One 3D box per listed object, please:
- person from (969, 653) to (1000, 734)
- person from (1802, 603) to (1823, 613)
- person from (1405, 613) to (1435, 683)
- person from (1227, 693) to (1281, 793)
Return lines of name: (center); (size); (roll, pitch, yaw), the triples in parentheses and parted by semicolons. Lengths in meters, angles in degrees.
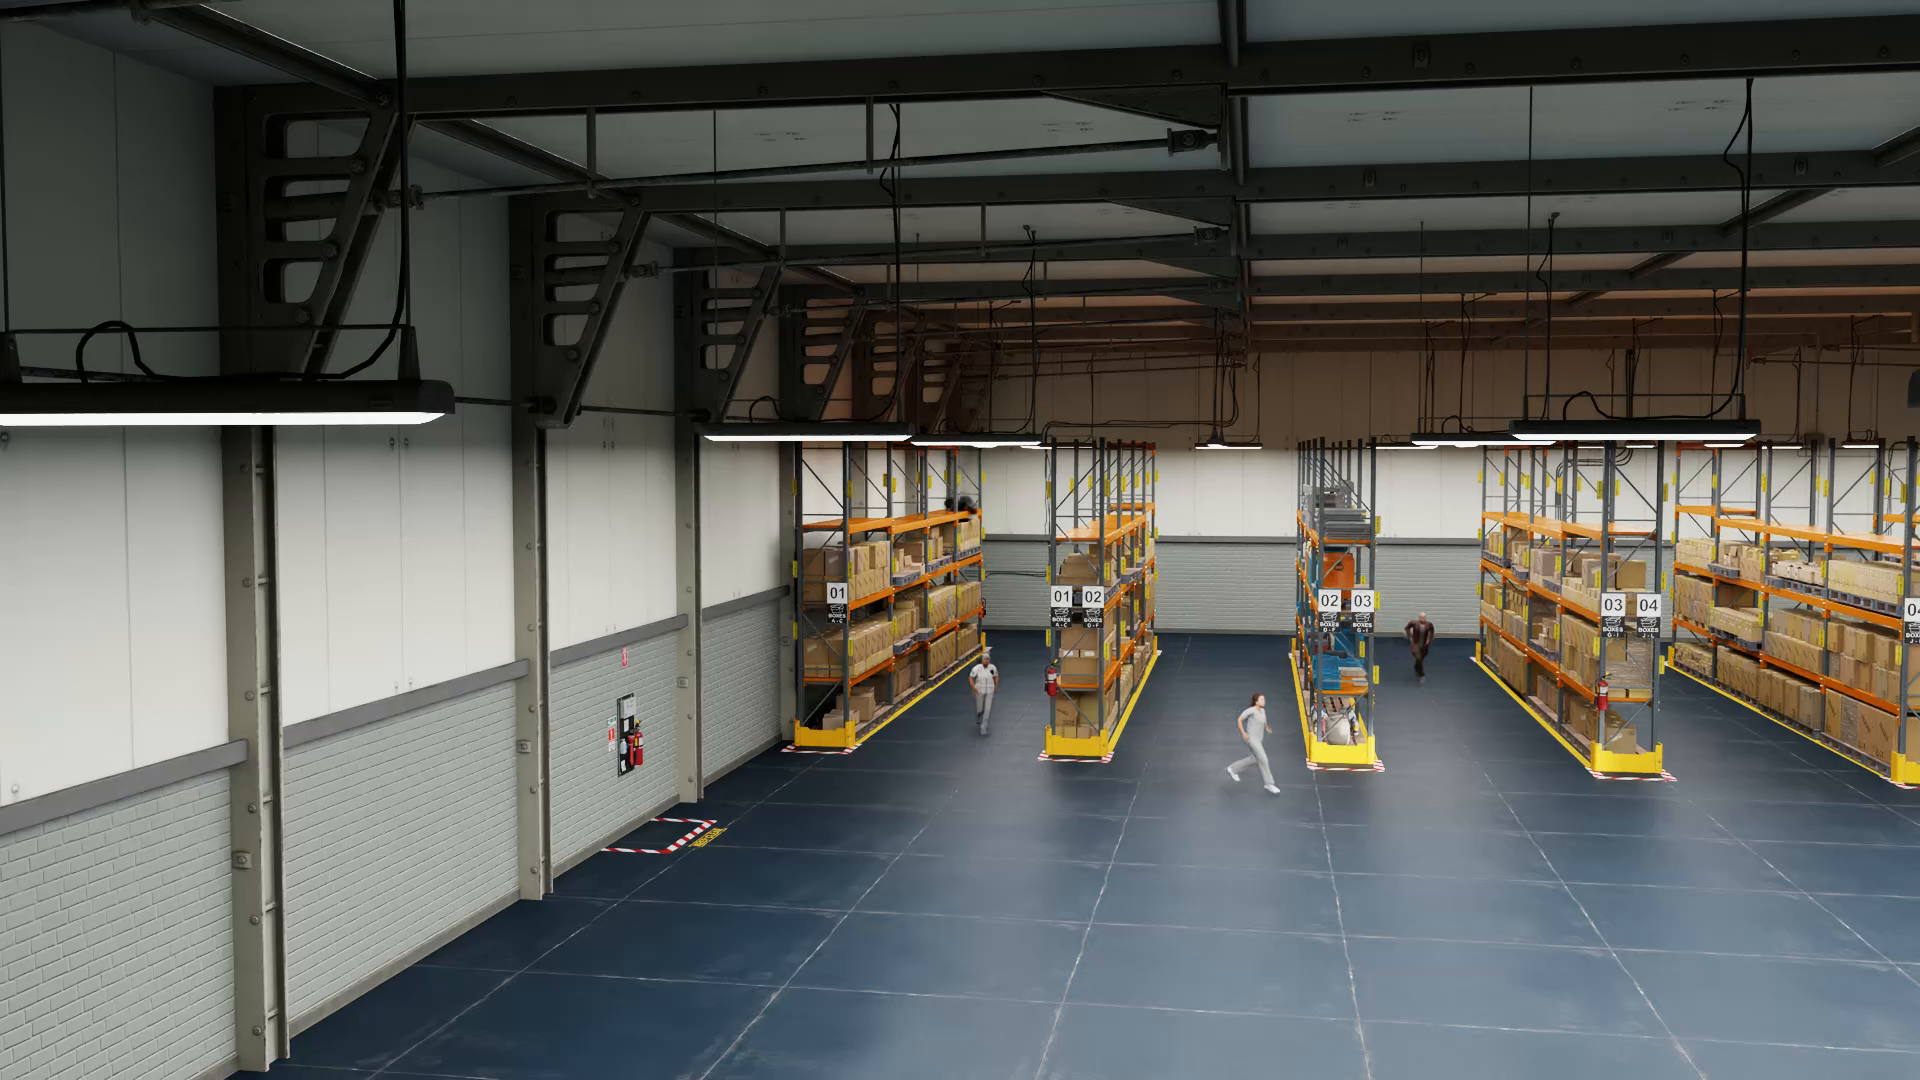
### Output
person: (0.503, 3.122, 34.029); (0.626, 1.638, 0.624); (0, 3, -8)
person: (23.335, 2.412, 45.719); (0.776, 1.852, 0.664); (0, 3, 1)
person: (11.506, 2.679, 41.683); (0.722, 1.788, 1.042); (0, 3, 5)
person: (4.960, 3.401, 28.136); (1.008, 1.664, 0.587); (2, 4, 40)
